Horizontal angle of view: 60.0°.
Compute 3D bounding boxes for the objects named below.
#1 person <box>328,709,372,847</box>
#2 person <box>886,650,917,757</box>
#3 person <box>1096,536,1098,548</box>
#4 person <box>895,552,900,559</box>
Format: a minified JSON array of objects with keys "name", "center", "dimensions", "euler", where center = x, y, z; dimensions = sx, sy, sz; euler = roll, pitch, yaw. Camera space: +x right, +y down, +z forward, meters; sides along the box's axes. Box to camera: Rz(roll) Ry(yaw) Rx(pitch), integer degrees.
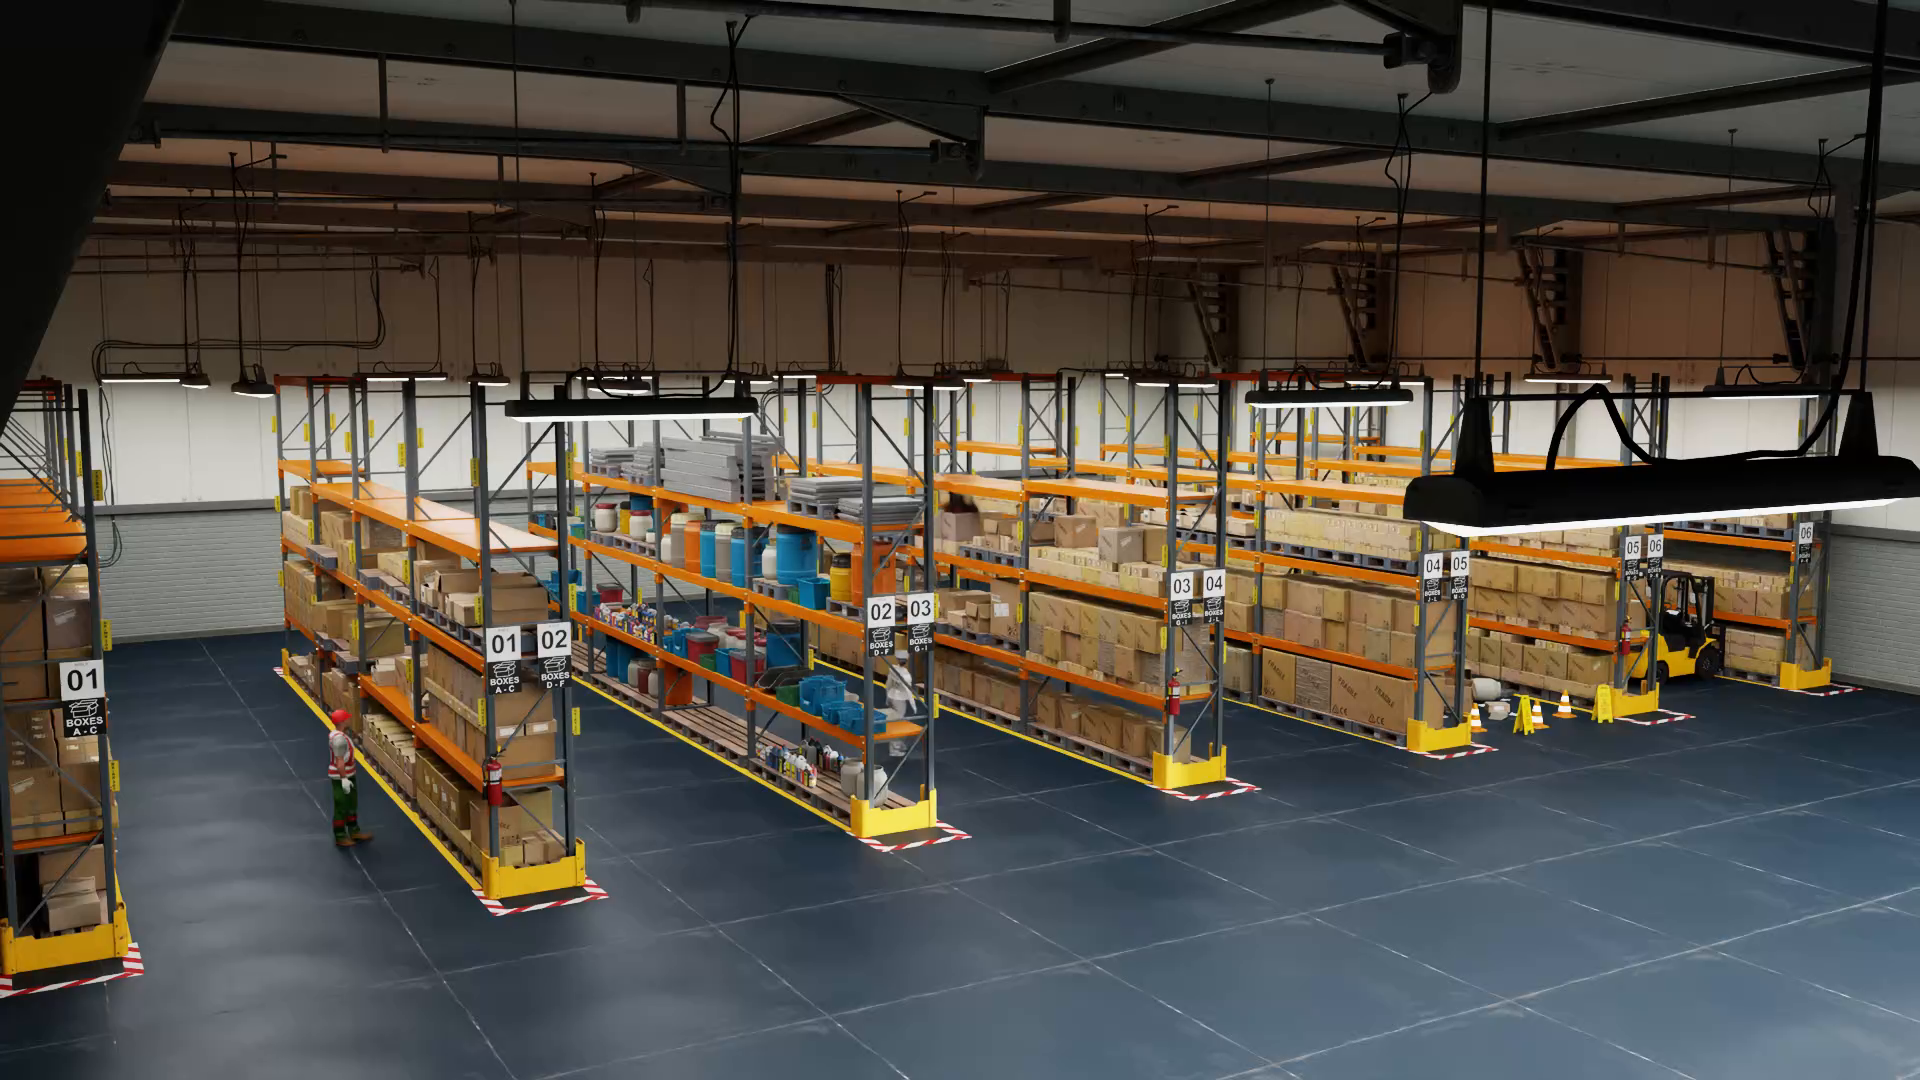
[{"name":"person","center":[-7.989,3.080,21.672],"dimensions":[0.472,1.793,0.615],"euler":[0,6,-3]},{"name":"person","center":[-0.952,2.568,26.354],"dimensions":[0.552,1.701,0.635],"euler":[-3,7,-27]},{"name":"person","center":[3.648,0.597,44.624],"dimensions":[1.045,1.661,0.699],"euler":[-1,6,-11]},{"name":"person","center":[-1.548,1.177,39.510],"dimensions":[0.610,1.813,0.877],"euler":[-3,7,-29]}]
